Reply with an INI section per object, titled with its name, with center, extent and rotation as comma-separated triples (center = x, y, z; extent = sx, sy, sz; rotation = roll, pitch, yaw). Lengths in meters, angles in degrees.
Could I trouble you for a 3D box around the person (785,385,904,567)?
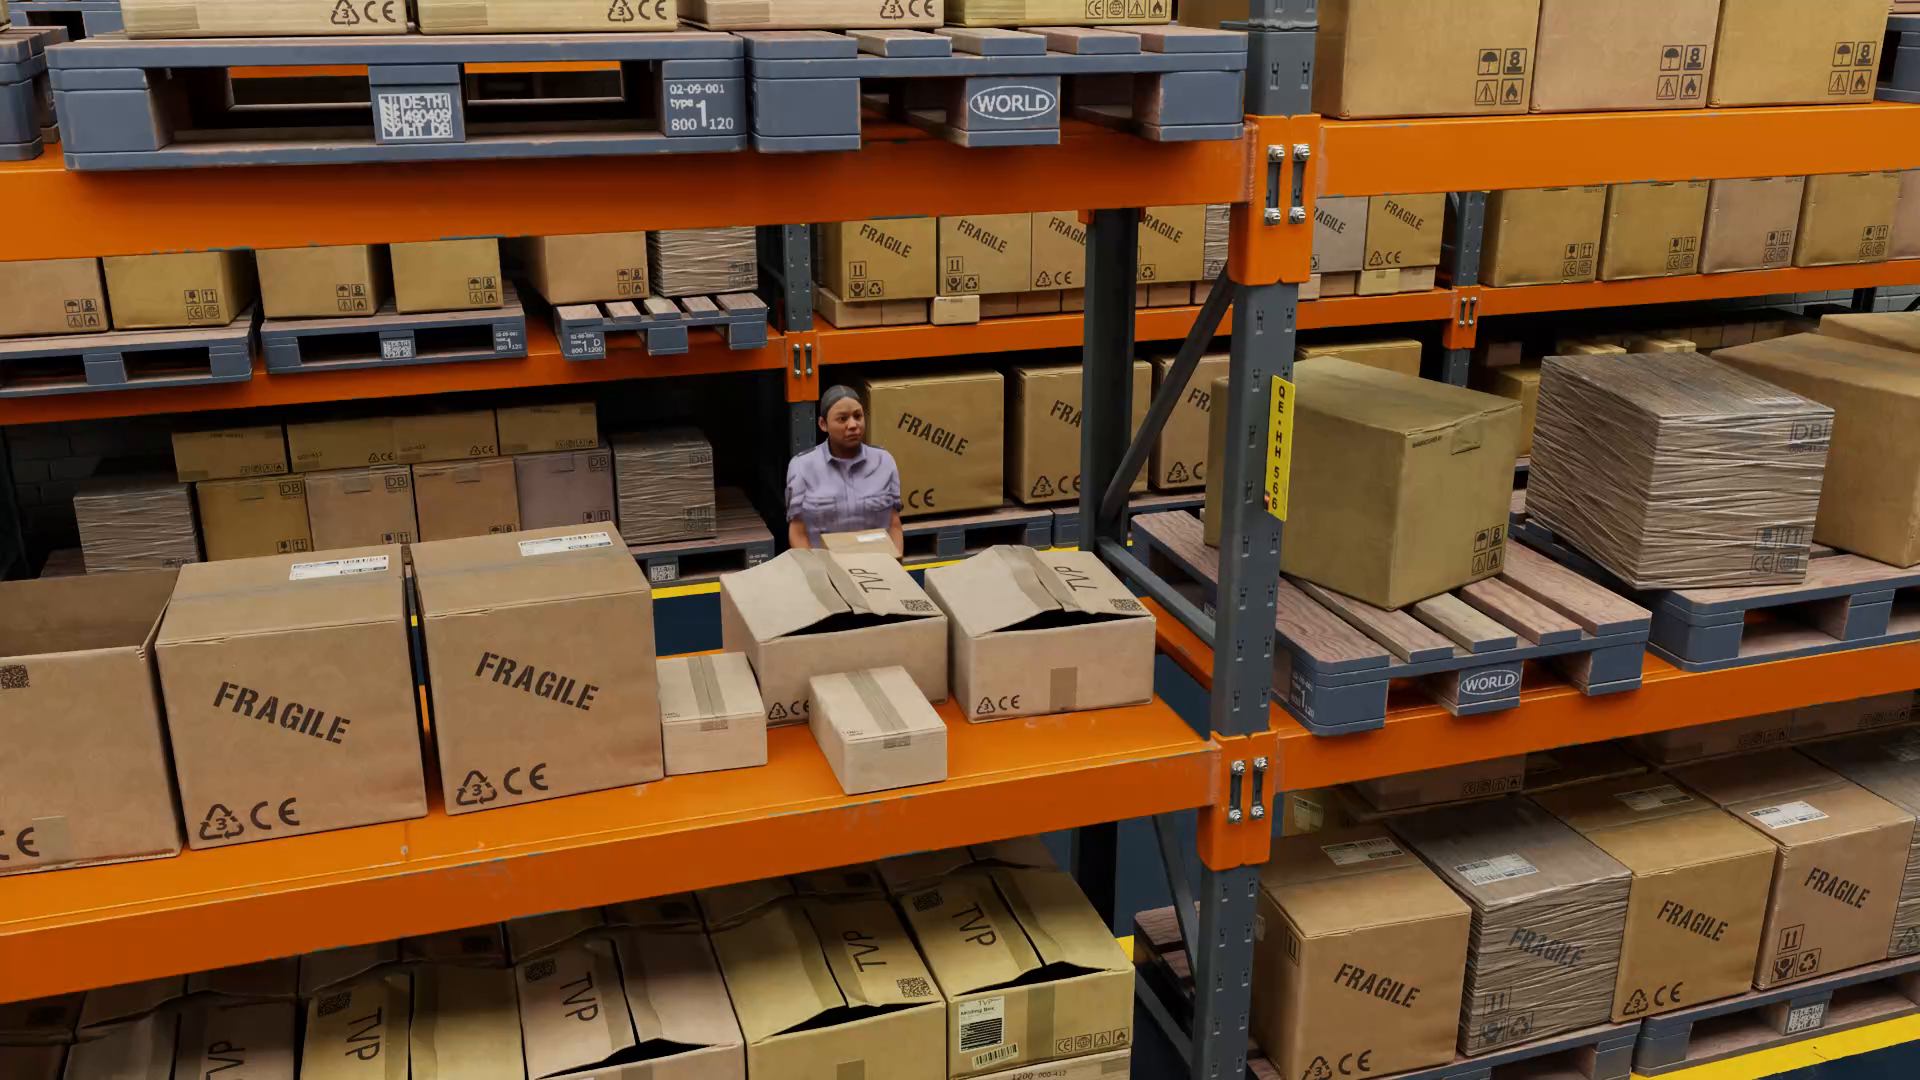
[person]
center = -0.418, 0.237, 6.385
extent = 0.453, 1.636, 0.518
rotation = -6, 20, -16
